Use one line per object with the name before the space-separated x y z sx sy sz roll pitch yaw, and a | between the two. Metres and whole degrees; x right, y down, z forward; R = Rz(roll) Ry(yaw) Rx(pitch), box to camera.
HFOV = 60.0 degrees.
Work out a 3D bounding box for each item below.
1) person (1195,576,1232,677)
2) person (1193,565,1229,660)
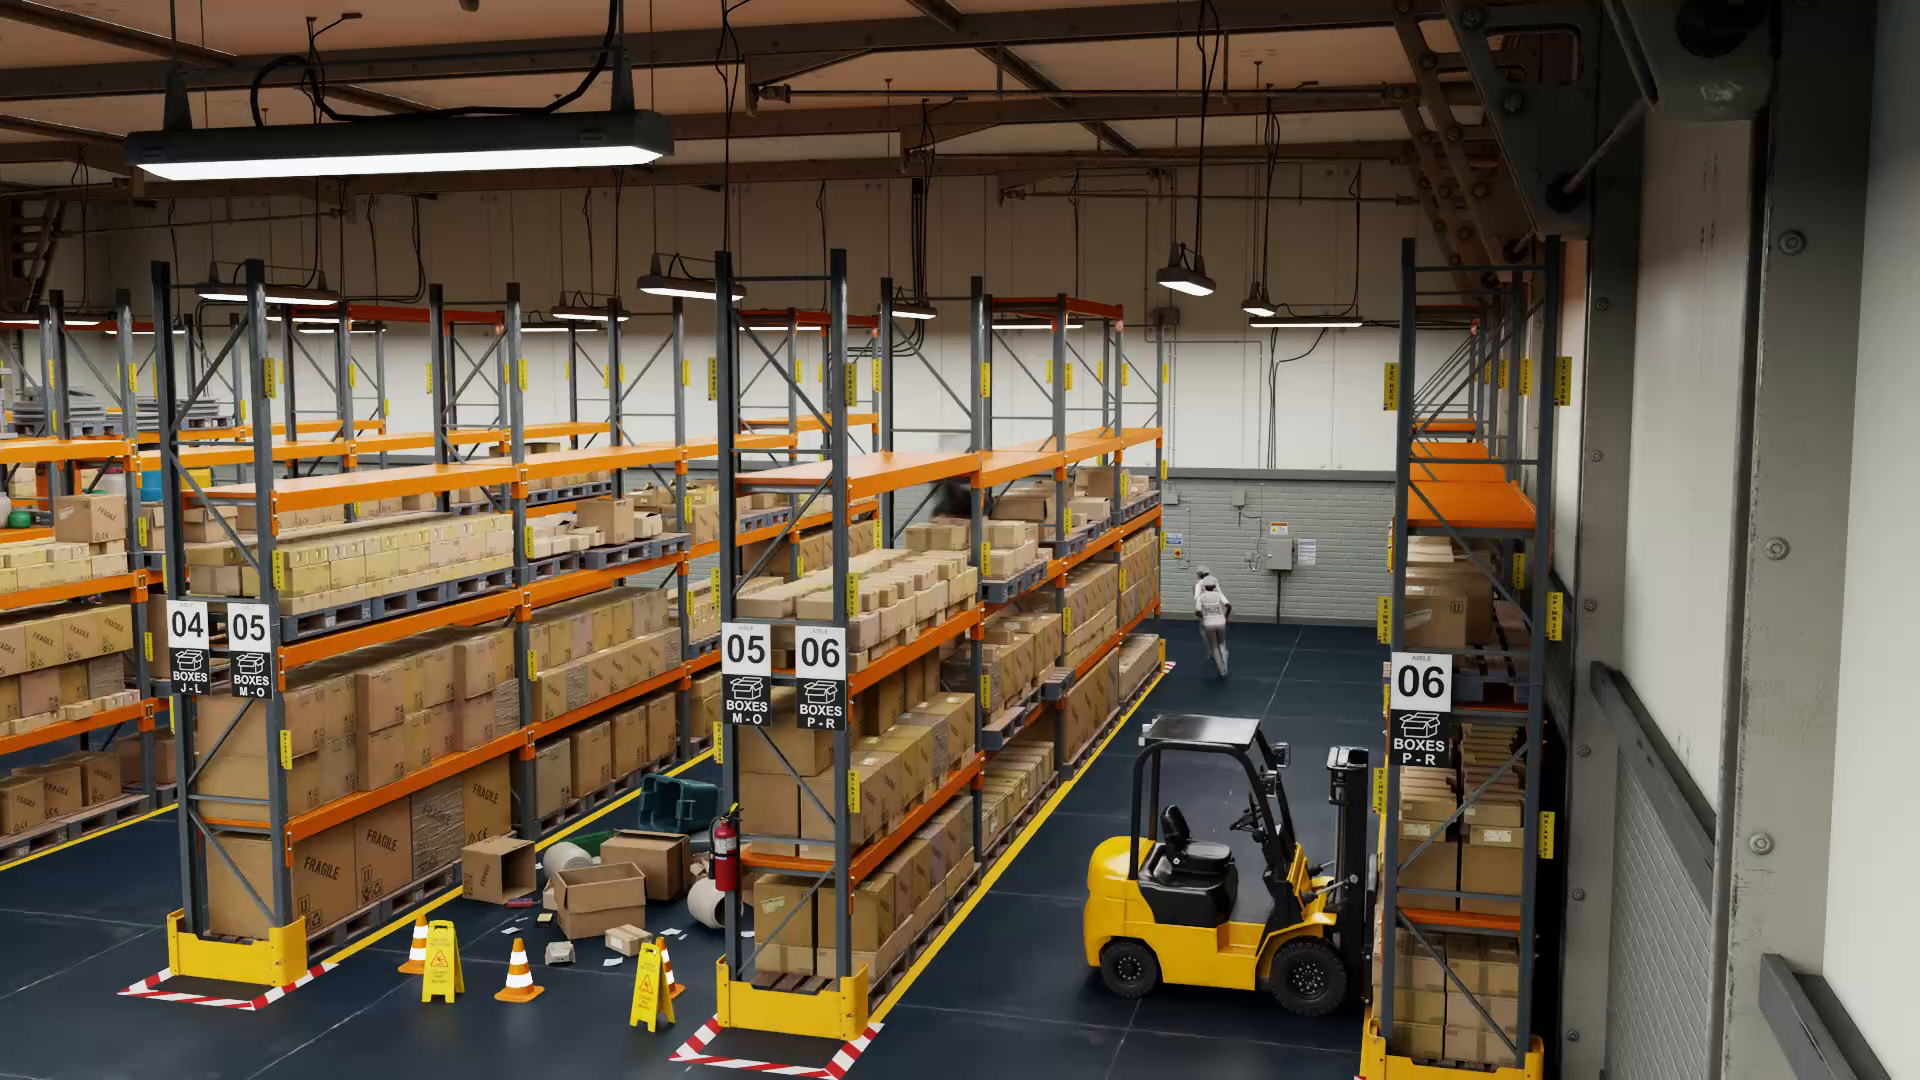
person | 4.173 1.440 27.490 0.554 1.687 0.601 0 6 -3
person | 4.276 1.290 28.857 0.624 1.706 0.746 -2 6 -14
